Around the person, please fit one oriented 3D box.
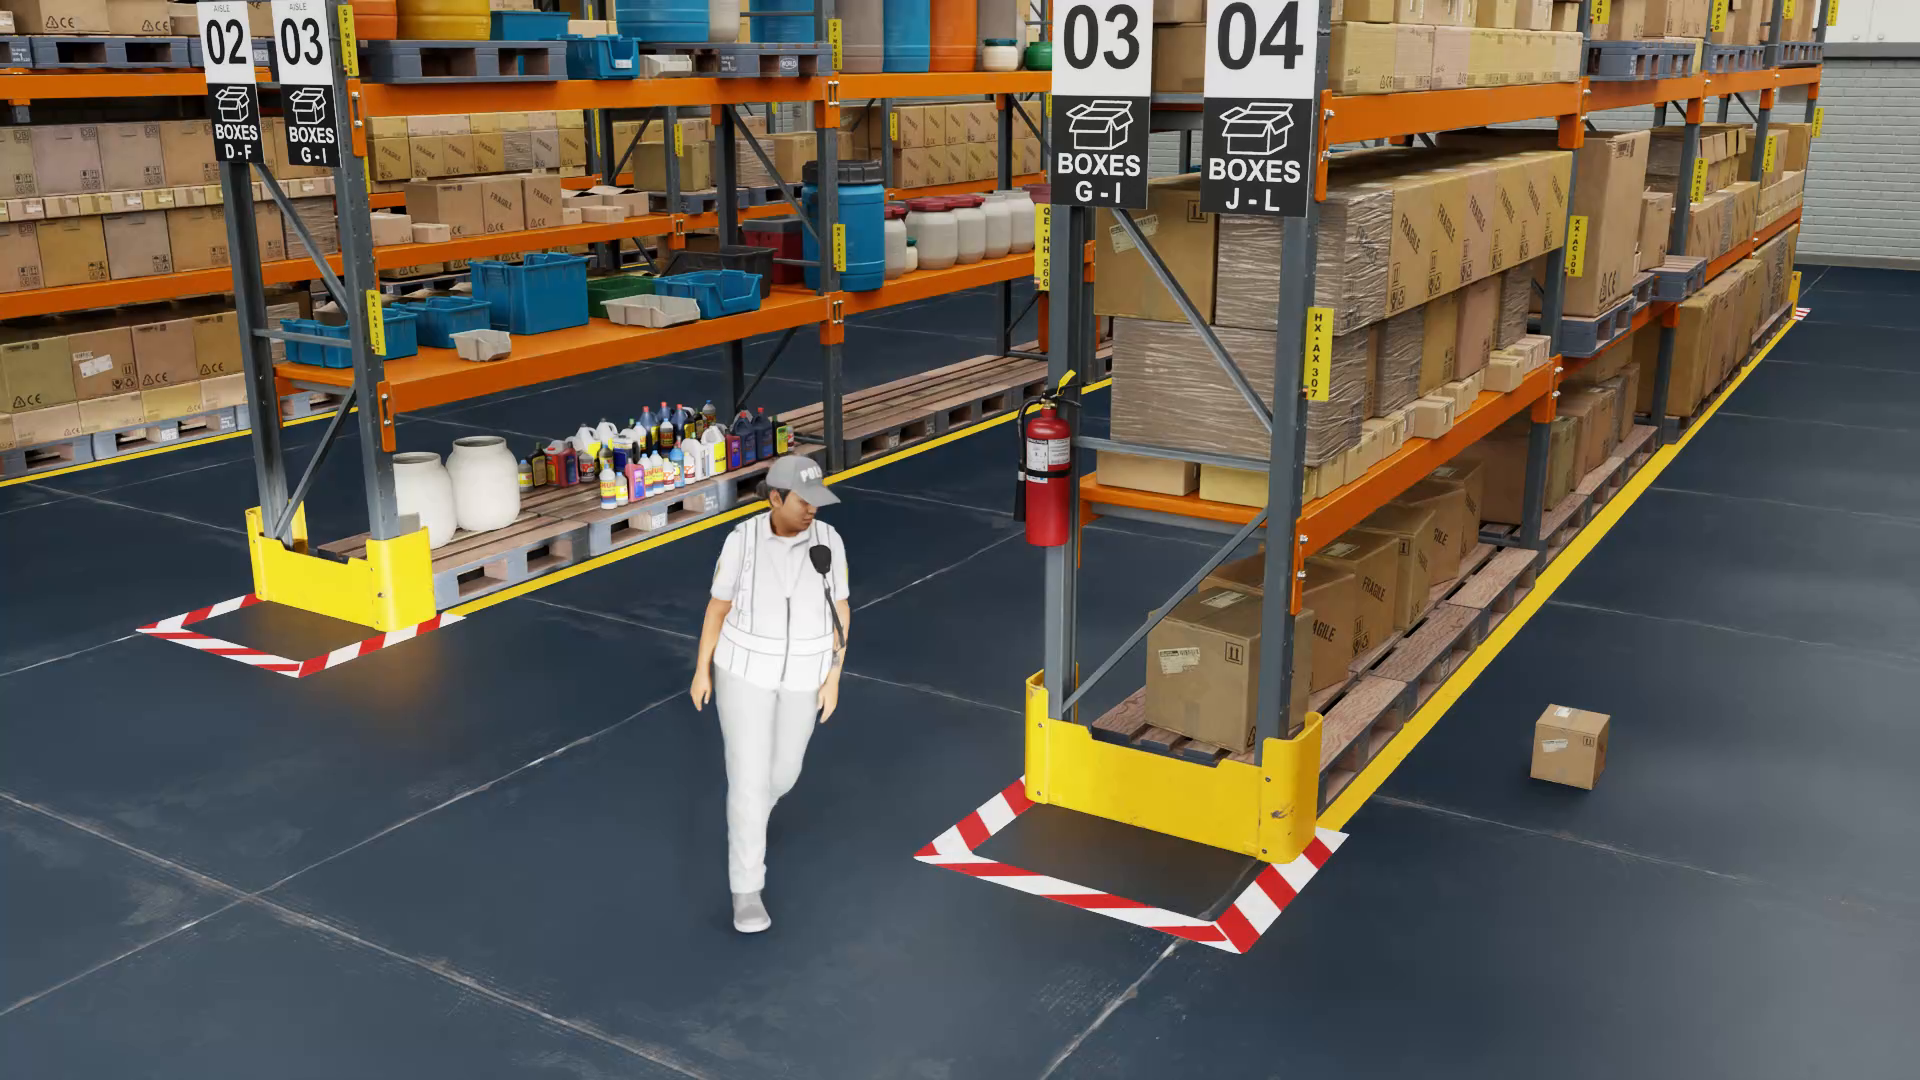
[{"bbox_3d":[-0.669,0.470,5.957,0.564,1.593,0.926,-5,17,-17],"label":"person"}]
